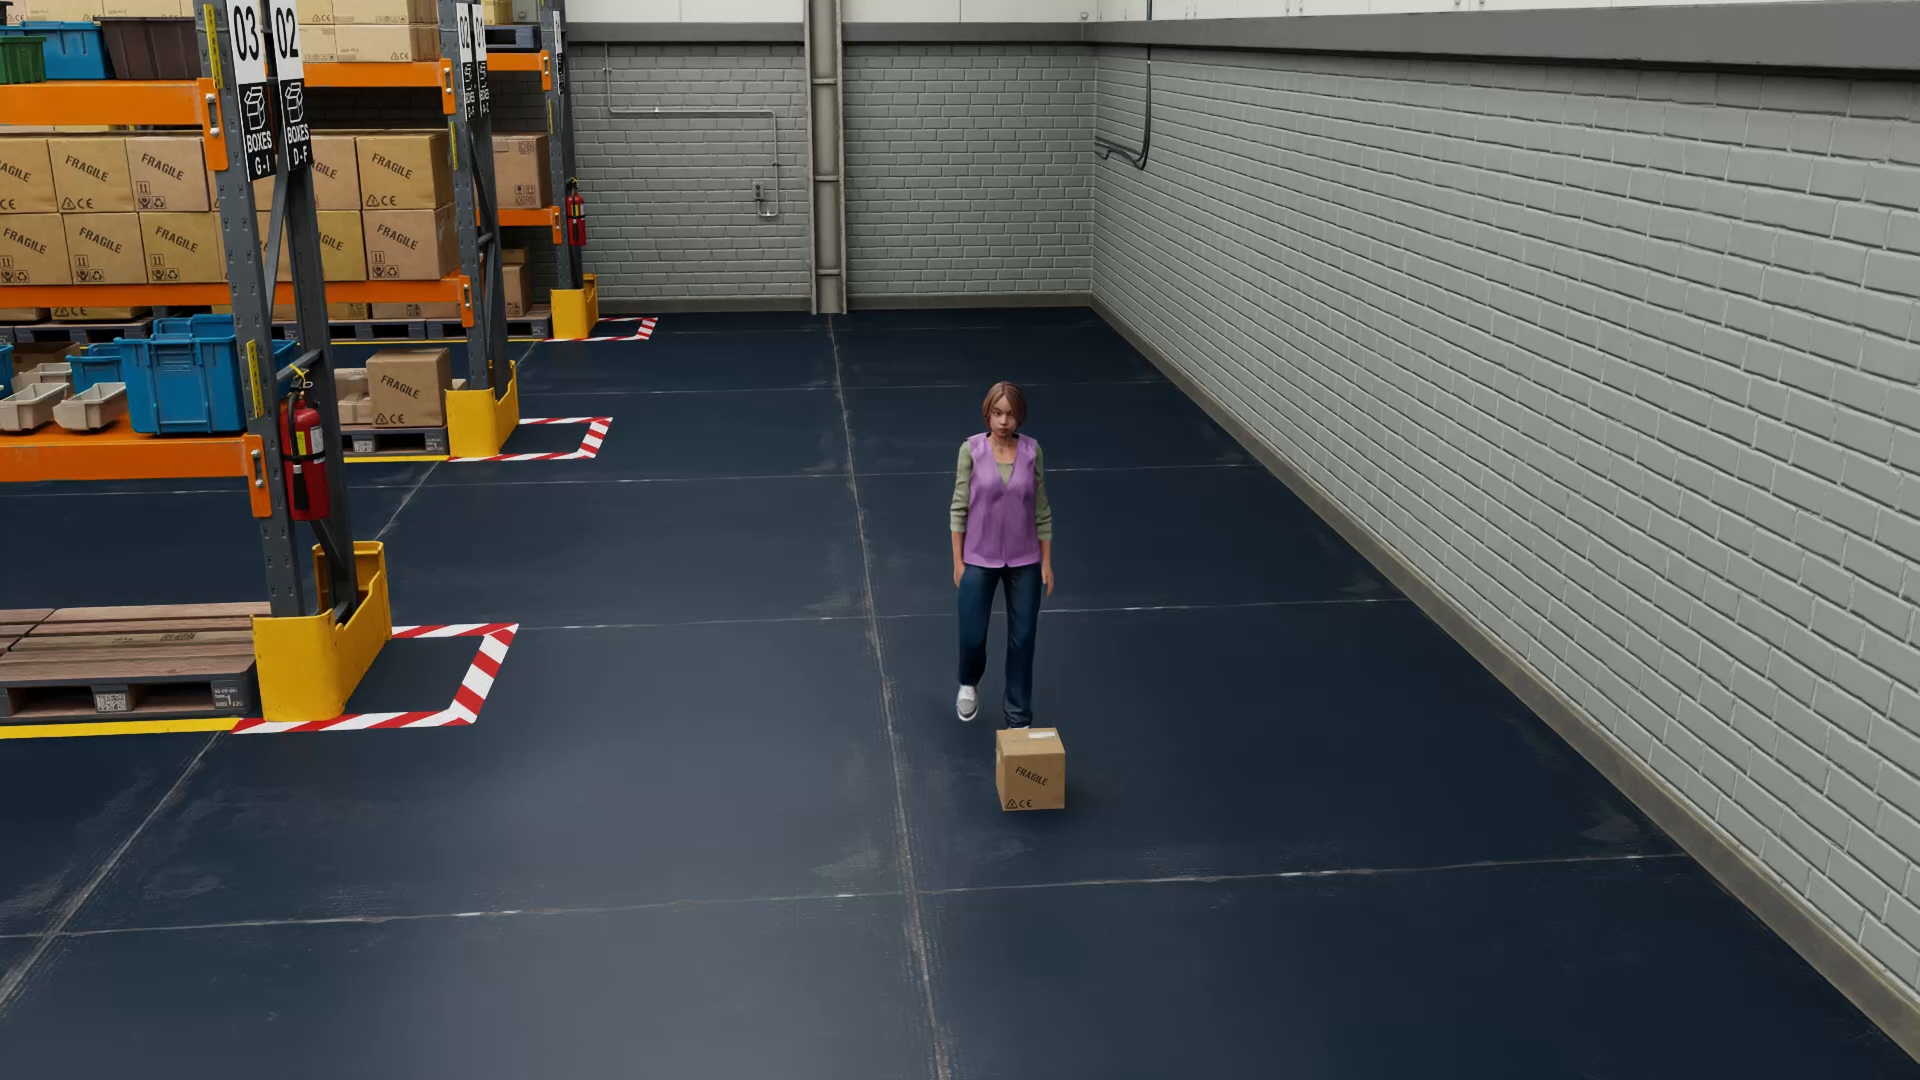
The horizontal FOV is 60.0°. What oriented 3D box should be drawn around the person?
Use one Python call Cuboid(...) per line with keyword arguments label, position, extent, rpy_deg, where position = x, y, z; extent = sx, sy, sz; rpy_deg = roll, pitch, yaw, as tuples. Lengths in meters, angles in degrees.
Cuboid(label="person", position=(0.181, 0.220, 7.180), extent=(0.436, 1.362, 0.594), rpy_deg=(-2, 17, -7))
